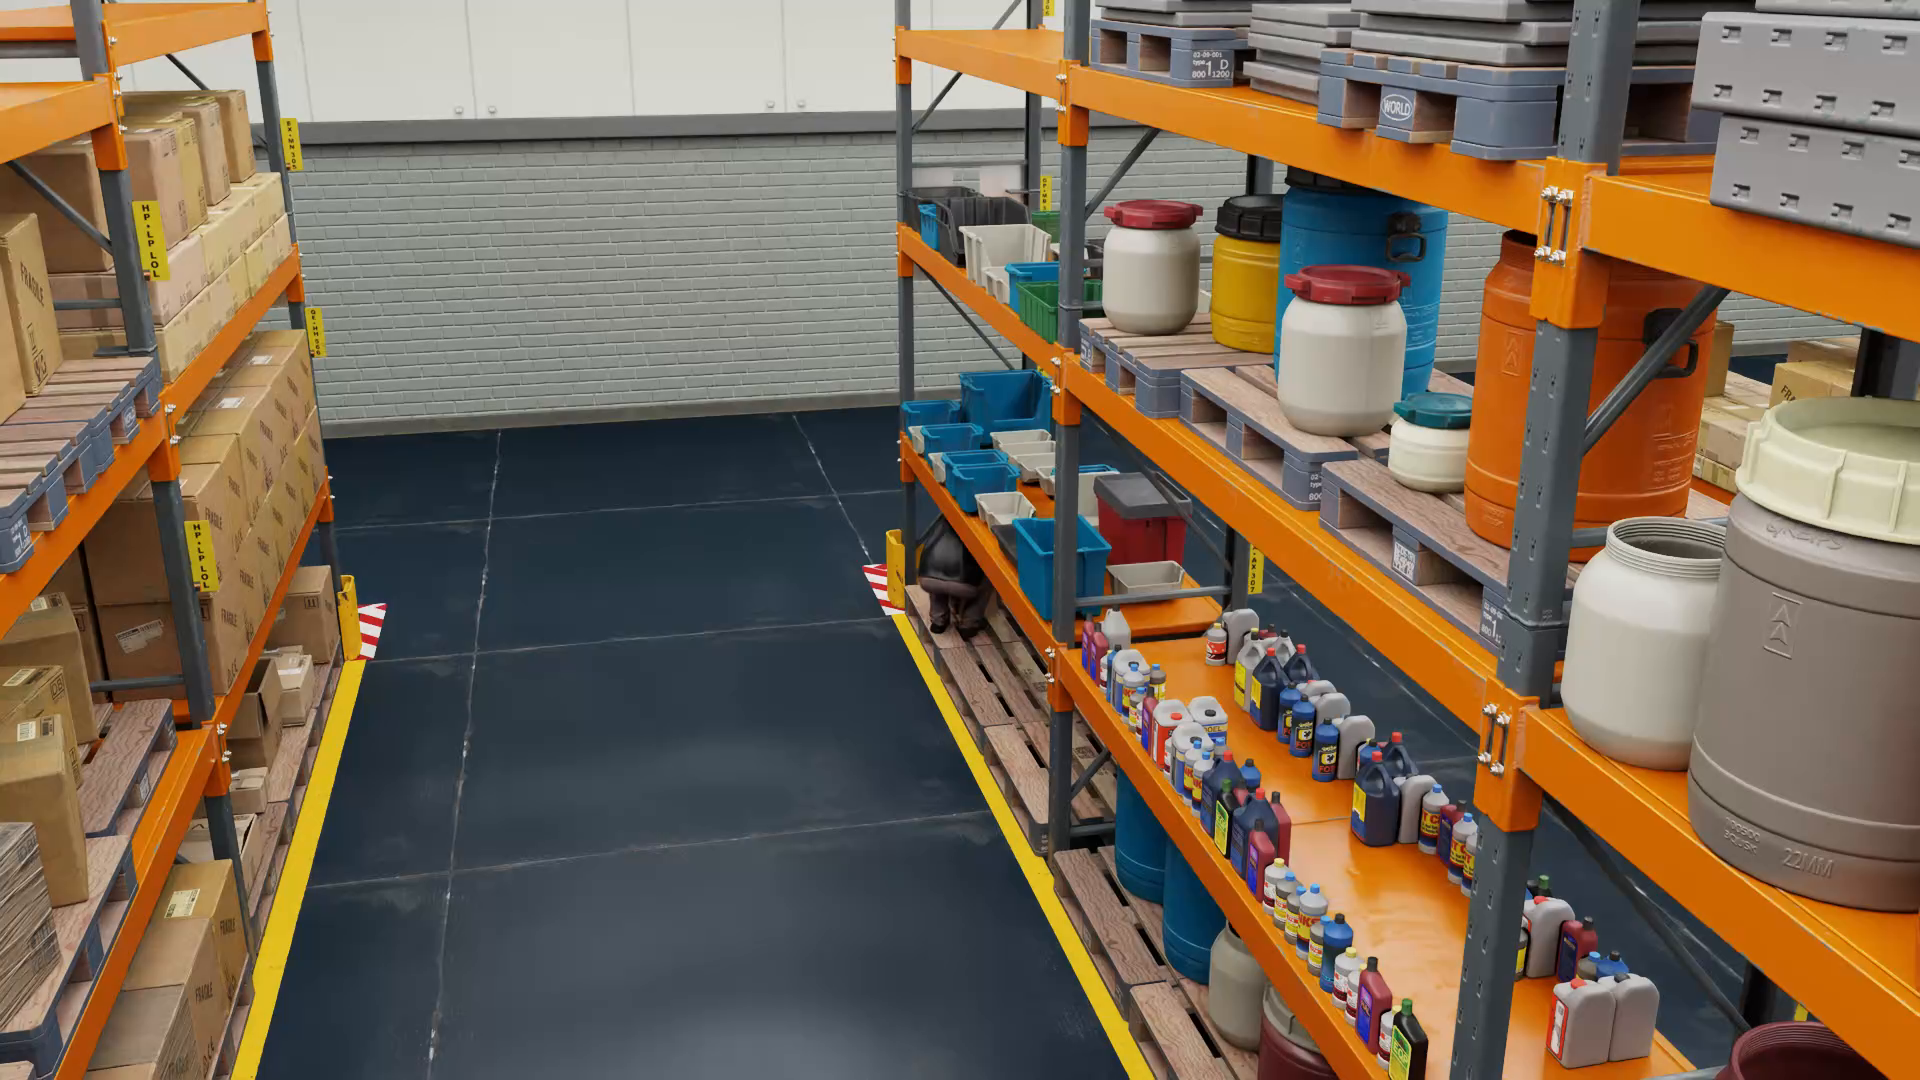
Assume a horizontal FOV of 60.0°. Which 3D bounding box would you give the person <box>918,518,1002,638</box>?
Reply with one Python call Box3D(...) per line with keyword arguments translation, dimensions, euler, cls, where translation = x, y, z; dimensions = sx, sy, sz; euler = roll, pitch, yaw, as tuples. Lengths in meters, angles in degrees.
Box3D(translation=(0.005, 0.242, 11.402), dimensions=(0.502, 0.814, 0.926), euler=(6, 20, 17), cls="person")
